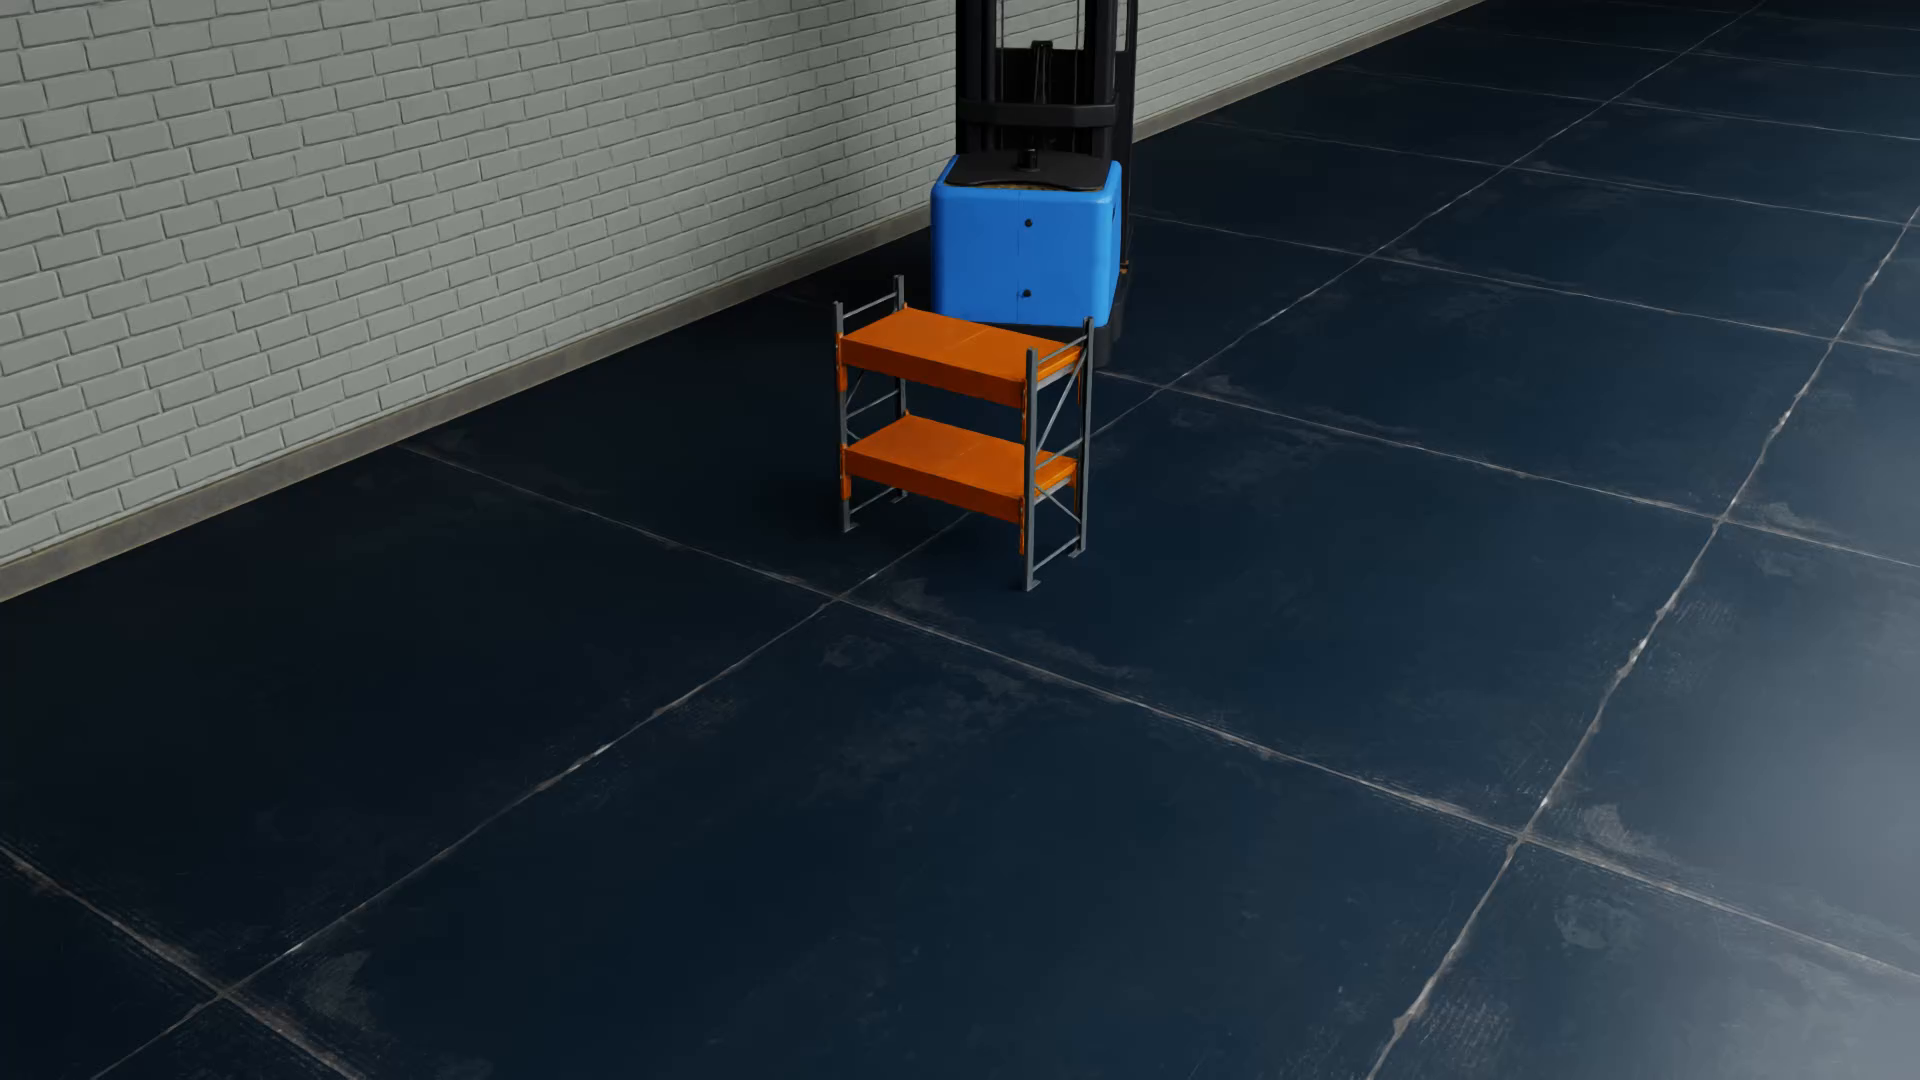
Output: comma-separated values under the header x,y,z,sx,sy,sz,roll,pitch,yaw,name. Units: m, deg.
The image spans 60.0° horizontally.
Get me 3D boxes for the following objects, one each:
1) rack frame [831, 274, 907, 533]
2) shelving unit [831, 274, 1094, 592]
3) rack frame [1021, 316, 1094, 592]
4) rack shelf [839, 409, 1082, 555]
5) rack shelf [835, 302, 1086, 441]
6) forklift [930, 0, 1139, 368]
x,y,z,sx,sy,sz,roll,pitch,yaw,name
-0.413,-0.630,7.748,0.032,1.125,0.500,17,32,30,rack frame
0.006,-0.500,7.491,1.048,1.125,0.538,17,32,30,shelving unit
0.425,-0.369,7.235,0.032,1.125,0.500,17,32,30,rack frame
0.006,-0.282,7.602,1.000,0.278,0.538,17,32,30,rack shelf
0.006,-0.760,7.359,1.000,0.278,0.538,17,32,30,rack shelf
0.554,-2.934,10.283,1.130,2.935,3.031,4,27,8,forklift
